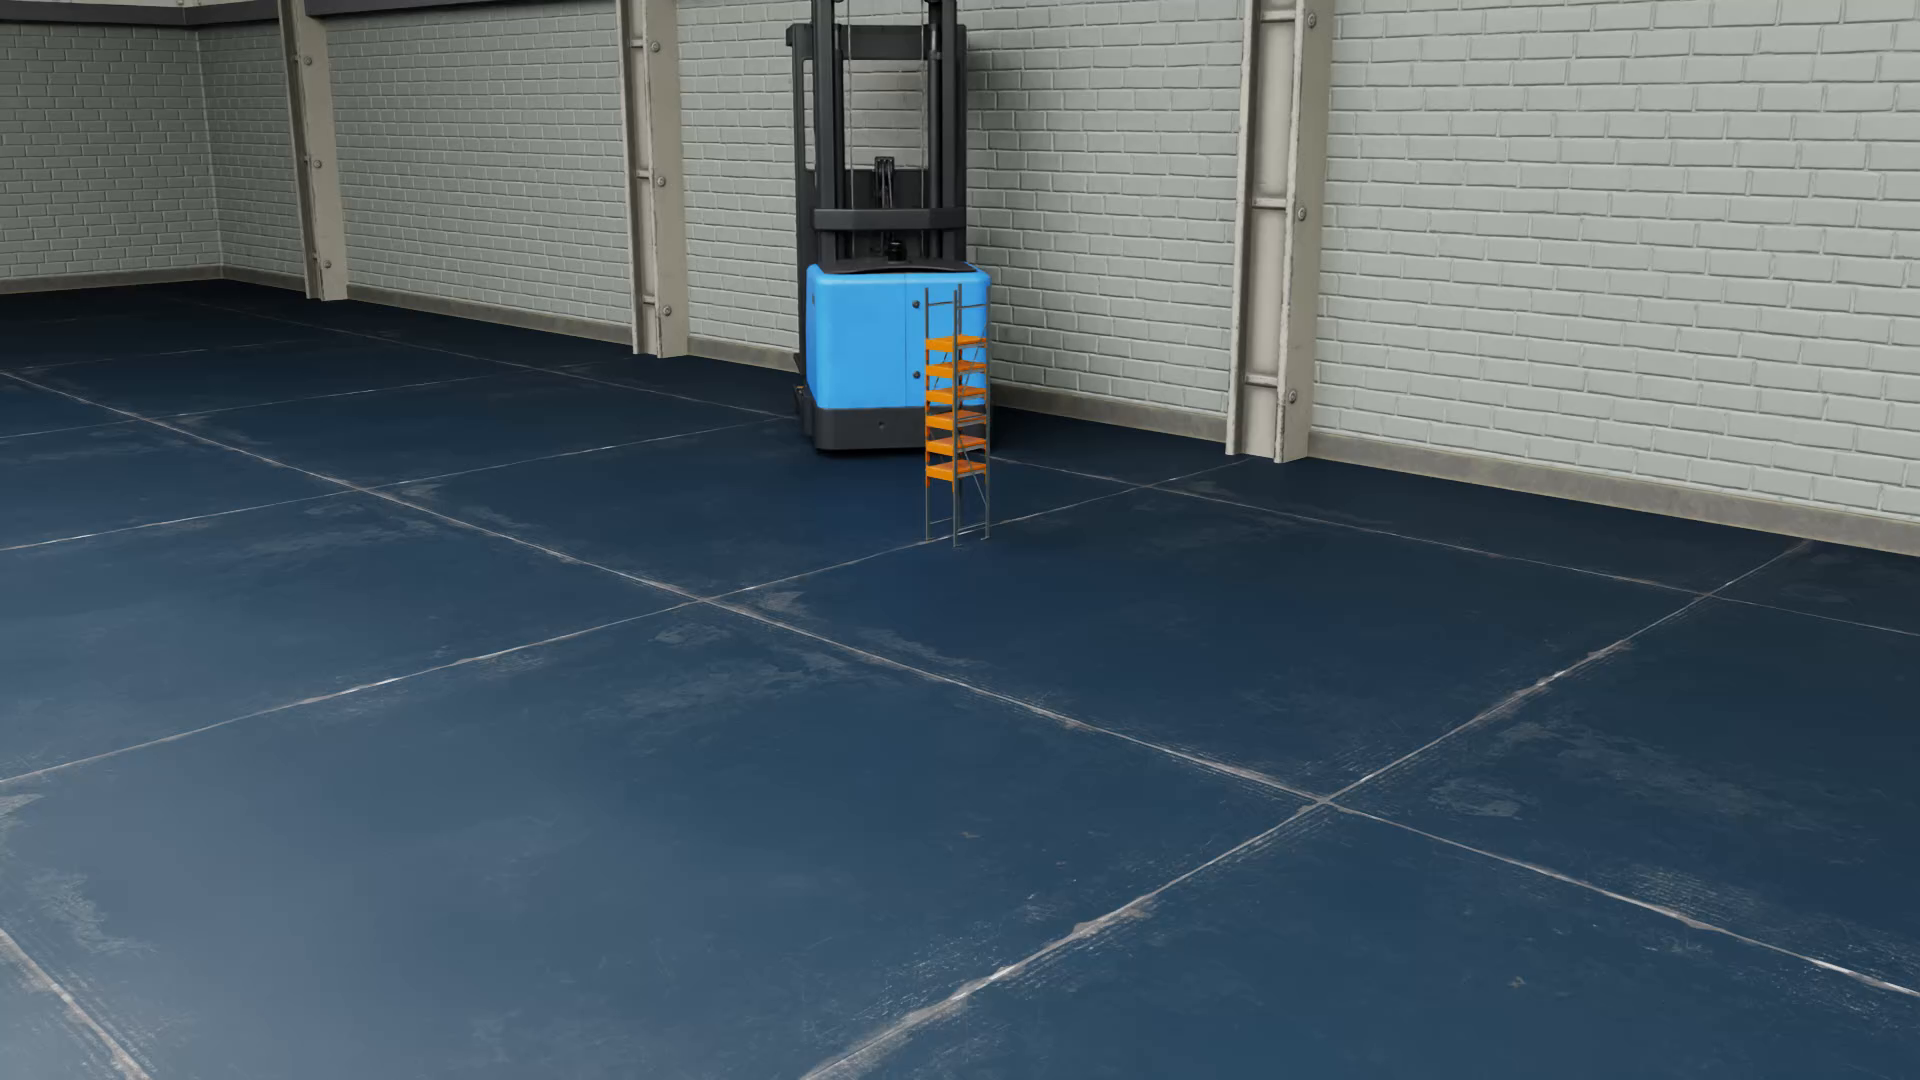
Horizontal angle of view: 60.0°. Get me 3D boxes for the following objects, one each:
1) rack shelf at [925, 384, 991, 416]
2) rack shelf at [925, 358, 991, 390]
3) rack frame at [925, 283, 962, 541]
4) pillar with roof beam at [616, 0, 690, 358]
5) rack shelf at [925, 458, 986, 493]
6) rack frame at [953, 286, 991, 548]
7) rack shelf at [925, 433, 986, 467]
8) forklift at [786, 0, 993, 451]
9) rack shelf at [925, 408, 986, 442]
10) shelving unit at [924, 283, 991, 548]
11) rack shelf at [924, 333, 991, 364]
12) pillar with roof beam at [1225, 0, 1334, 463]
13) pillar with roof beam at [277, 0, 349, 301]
[{"bbox_3d":[-0.010,-0.656,7.771,0.180,0.103,0.258,14,20,42],"label":"rack shelf"},{"bbox_3d":[-0.010,-0.772,7.741,0.180,0.103,0.258,14,20,42],"label":"rack shelf"},{"bbox_3d":[-0.076,-0.599,7.852,0.006,1.200,0.240,14,20,42],"label":"rack frame"},{"bbox_3d":[-5.481,-5.130,9.773,0.400,9.000,9.100,14,20,42],"label":"pillar with roof beam"},{"bbox_3d":[-0.010,-0.308,7.862,0.180,0.103,0.258,14,20,42],"label":"rack shelf"},{"bbox_3d":[0.055,-0.567,7.729,0.006,1.200,0.240,14,20,42],"label":"rack frame"},{"bbox_3d":[-0.010,-0.424,7.832,0.180,0.103,0.258,14,20,42],"label":"rack shelf"},{"bbox_3d":[-0.539,-2.264,10.808,1.130,2.935,3.031,-2,15,-9],"label":"forklift"},{"bbox_3d":[-0.010,-0.540,7.802,0.180,0.103,0.258,14,20,42],"label":"rack shelf"},{"bbox_3d":[-0.010,-0.583,7.791,0.189,1.200,0.258,14,20,42],"label":"shelving unit"},{"bbox_3d":[-0.010,-0.889,7.711,0.180,0.103,0.258,14,20,42],"label":"rack shelf"},{"bbox_3d":[-1.162,-4.080,5.743,0.400,9.000,9.100,14,20,42],"label":"pillar with roof beam"},{"bbox_3d":[-9.800,-6.180,13.803,0.400,9.000,9.100,14,20,42],"label":"pillar with roof beam"}]
